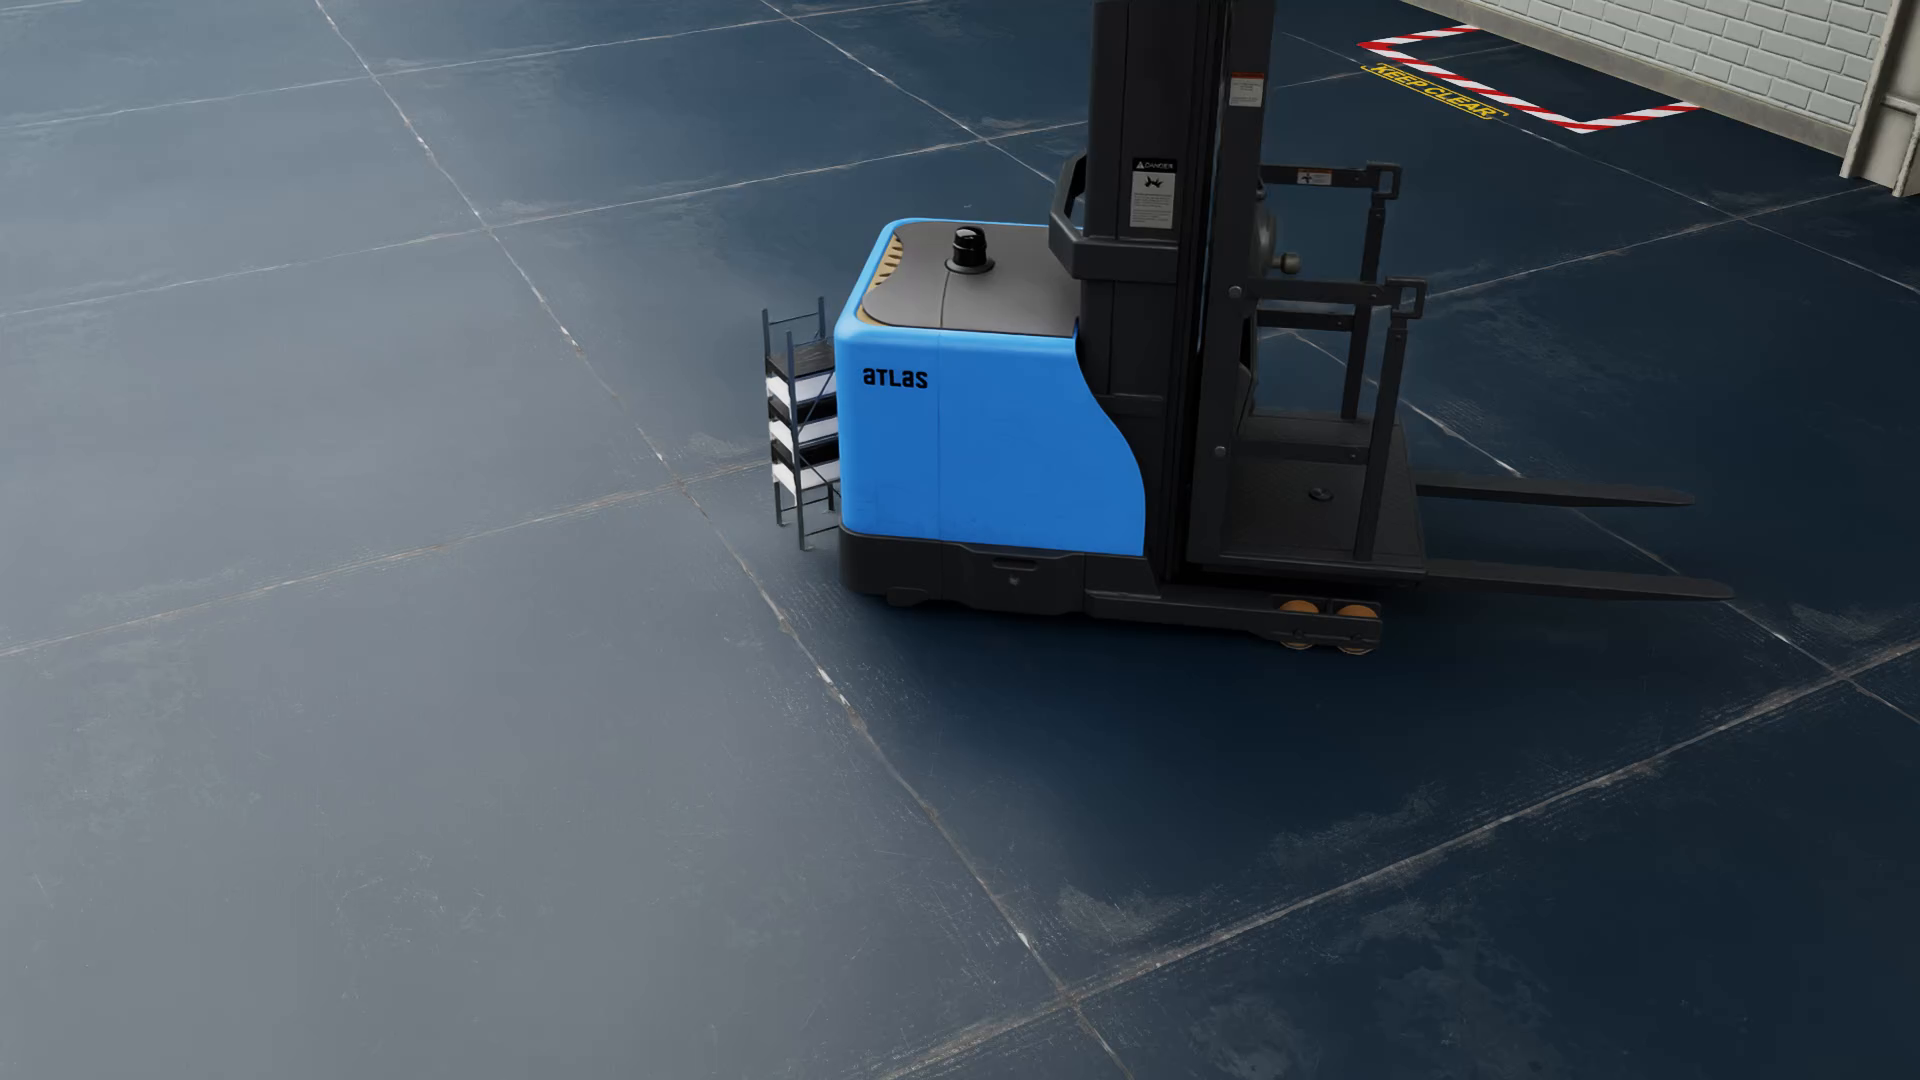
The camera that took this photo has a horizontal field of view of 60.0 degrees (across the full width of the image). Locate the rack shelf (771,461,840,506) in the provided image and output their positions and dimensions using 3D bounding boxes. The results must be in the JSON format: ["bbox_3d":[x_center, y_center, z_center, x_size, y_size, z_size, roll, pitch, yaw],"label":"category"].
[{"bbox_3d":[-0.542,-0.235,6.179,0.258,0.077,0.200,-17,36,-25],"label":"rack shelf"}]

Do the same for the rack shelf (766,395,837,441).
[{"bbox_3d":[-0.542,-0.463,6.033,0.258,0.077,0.200,-17,36,-25],"label":"rack shelf"}]

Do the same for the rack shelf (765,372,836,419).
[{"bbox_3d":[-0.542,-0.539,5.984,0.258,0.077,0.200,-17,36,-25],"label":"rack shelf"}]

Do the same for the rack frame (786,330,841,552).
[{"bbox_3d":[-0.492,-0.367,5.989,0.240,0.900,0.006,-17,36,-25],"label":"rack frame"}]

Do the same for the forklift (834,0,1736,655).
[{"bbox_3d":[1.138,-1.154,5.334,3.031,2.935,1.130,5,33,7],"label":"forklift"}]

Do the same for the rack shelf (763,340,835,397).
[{"bbox_3d":[-0.542,-0.614,5.936,0.258,0.077,0.200,-17,36,-25],"label":"rack shelf"}]

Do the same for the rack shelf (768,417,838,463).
[{"bbox_3d":[-0.542,-0.387,6.082,0.258,0.077,0.200,-17,36,-25],"label":"rack shelf"}]

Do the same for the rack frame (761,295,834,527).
[{"bbox_3d":[-0.593,-0.463,6.138,0.240,0.900,0.006,-17,36,-25],"label":"rack frame"}]

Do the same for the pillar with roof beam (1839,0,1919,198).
[{"bbox_3d":[1.441,-4.734,5.298,9.100,9.000,0.400,-16,36,-23],"label":"pillar with roof beam"}]

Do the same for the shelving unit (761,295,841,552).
[{"bbox_3d":[-0.542,-0.415,6.064,0.258,0.900,0.210,-17,36,-25],"label":"shelving unit"}]

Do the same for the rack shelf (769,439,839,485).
[{"bbox_3d":[-0.542,-0.311,6.130,0.258,0.077,0.200,-17,36,-25],"label":"rack shelf"}]
